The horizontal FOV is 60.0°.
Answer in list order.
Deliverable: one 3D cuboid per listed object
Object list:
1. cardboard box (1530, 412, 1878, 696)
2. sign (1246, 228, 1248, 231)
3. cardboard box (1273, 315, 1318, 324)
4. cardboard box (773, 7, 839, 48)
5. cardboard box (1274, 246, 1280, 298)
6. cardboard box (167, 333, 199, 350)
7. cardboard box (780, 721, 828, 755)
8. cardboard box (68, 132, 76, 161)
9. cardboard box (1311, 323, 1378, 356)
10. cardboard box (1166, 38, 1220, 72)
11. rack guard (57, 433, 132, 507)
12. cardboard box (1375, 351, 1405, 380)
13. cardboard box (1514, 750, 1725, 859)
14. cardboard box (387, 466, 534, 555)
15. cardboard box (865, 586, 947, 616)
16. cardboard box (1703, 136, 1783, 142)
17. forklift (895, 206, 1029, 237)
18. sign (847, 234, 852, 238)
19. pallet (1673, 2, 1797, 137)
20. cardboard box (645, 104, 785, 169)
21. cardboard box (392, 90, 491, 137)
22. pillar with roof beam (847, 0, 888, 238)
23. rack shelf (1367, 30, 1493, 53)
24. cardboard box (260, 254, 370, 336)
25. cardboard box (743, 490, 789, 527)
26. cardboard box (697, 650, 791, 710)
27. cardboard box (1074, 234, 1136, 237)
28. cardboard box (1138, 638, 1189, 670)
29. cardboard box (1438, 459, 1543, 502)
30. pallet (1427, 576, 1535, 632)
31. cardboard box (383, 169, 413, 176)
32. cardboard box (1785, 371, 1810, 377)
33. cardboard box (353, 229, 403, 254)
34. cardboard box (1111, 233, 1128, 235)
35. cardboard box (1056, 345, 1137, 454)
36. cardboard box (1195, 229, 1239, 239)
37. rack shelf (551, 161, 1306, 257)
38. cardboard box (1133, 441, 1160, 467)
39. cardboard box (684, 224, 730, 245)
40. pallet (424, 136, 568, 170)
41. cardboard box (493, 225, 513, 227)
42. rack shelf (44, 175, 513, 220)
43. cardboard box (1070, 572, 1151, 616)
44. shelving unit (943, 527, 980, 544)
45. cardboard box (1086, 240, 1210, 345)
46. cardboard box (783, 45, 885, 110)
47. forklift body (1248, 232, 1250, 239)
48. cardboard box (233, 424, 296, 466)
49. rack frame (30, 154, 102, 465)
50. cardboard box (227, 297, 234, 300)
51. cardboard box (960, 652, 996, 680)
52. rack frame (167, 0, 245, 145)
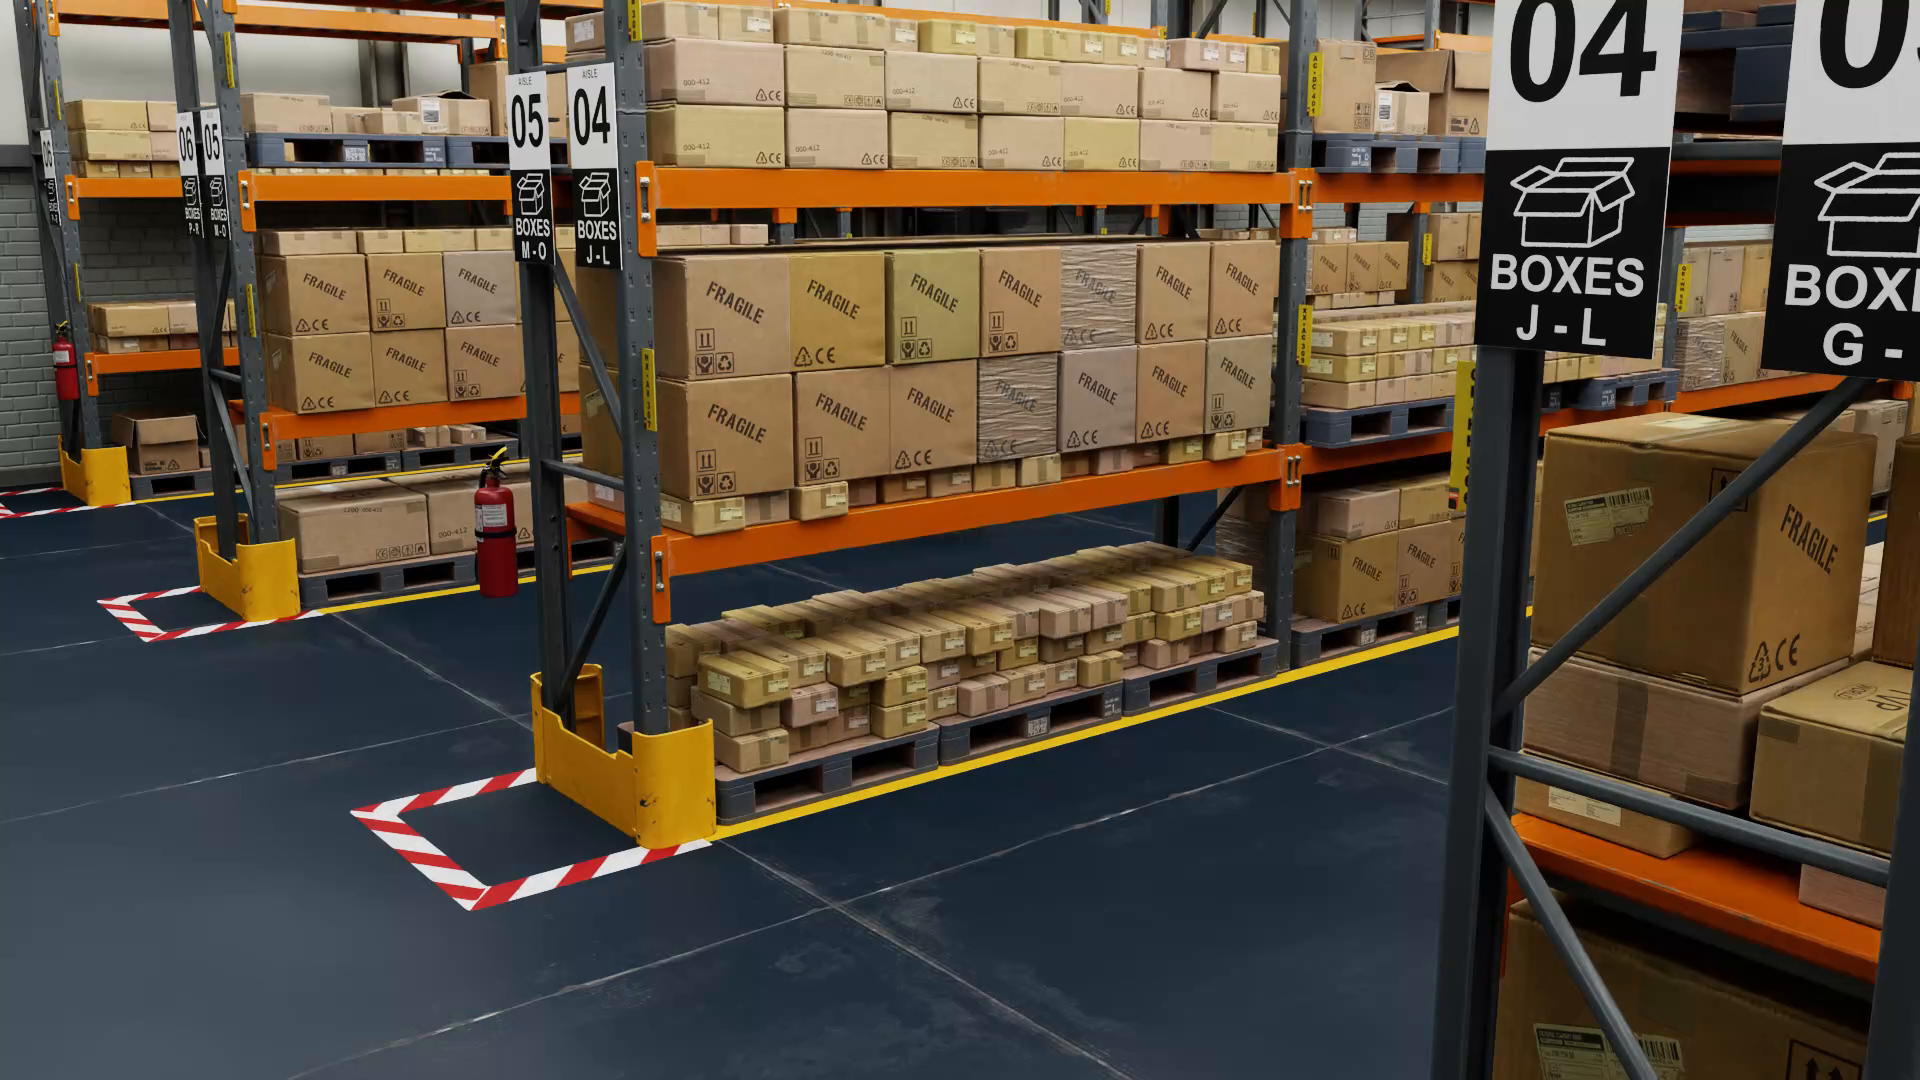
[{"bbox_3d":[1.651,0.007,3.714,0.500,0.500,0.500,-9,15,-37],"label":"cardboard box"},{"bbox_3d":[4.292,-4.489,24.774,0.005,0.325,0.100,-9,15,-38],"label":"sign"},{"bbox_3d":[1.939,-1.277,10.083,0.250,0.149,0.380,-10,16,-39],"label":"cardboard box"},{"bbox_3d":[-0.722,-2.158,7.046,0.250,0.149,0.380,-9,15,-38],"label":"cardboard box"},{"bbox_3d":[2.800,-2.653,16.433,0.500,0.500,0.500,-9,15,-37],"label":"cardboard box"},{"bbox_3d":[-7.079,-1.816,15.062,0.250,0.149,0.380,-10,15,-38],"label":"cardboard box"},{"bbox_3d":[-0.823,0.860,7.709,0.250,0.149,0.380,-10,15,-38],"label":"cardboard box"},{"bbox_3d":[-7.683,-3.501,14.820,0.500,0.250,0.500,-10,15,-39],"label":"cardboard box"},{"bbox_3d":[2.133,-1.135,9.413,0.250,0.149,0.380,-8,15,-35],"label":"cardboard box"},{"bbox_3d":[1.101,-2.459,8.463,0.250,0.149,0.380,-9,15,-38],"label":"cardboard box"},{"bbox_3d":[-7.801,-0.647,14.973,0.348,0.500,1.175,-9,15,-38],"label":"rack guard"},{"bbox_3d":[2.335,-1.023,9.604,0.250,0.149,0.380,-10,15,-39],"label":"cardboard box"},{"bbox_3d":[1.507,0.575,3.804,0.250,0.149,0.380,-9,15,-37],"label":"cardboard box"},{"bbox_3d":[-3.594,-0.230,12.146,0.875,0.438,0.875,-9,15,-36],"label":"cardboard box"},{"bbox_3d":[-0.283,0.362,8.624,0.250,0.149,0.380,-10,16,-40],"label":"cardboard box"},{"bbox_3d":[5.756,-3.075,12.278,0.500,0.250,0.500,-9,15,-36],"label":"cardboard box"},{"bbox_3d":[0.037,-2.331,17.051,1.130,2.935,3.031,6,13,25],"label":"forklift"},{"bbox_3d":[-1.267,-3.339,19.035,0.005,0.325,0.100,-9,15,-38],"label":"sign"},{"bbox_3d":[2.007,-0.970,3.467,1.213,0.211,1.003,-9,15,-38],"label":"pallet"},{"bbox_3d":[-1.075,-1.676,6.942,0.500,0.250,0.500,-9,15,-36],"label":"cardboard box"},{"bbox_3d":[-3.556,-2.920,11.398,0.500,0.311,0.500,-9,15,-37],"label":"cardboard box"},{"bbox_3d":[1.531,-5.450,17.129,0.400,9.000,9.100,-9,15,-38],"label":"pillar with roof beam"},{"bbox_3d":[6.176,-5.453,18.885,4.000,0.370,1.077,-9,15,-38],"label":"rack shelf"},{"bbox_3d":[-4.203,-1.610,10.839,0.500,0.500,0.500,-10,15,-39],"label":"cardboard box"},{"bbox_3d":[-0.954,-0.171,7.320,0.250,0.149,0.380,-9,15,-36],"label":"cardboard box"},{"bbox_3d":[-0.964,0.619,7.410,0.250,0.149,0.380,-10,16,-40],"label":"cardboard box"},{"bbox_3d":[1.250,-2.522,15.137,0.500,0.500,0.500,-10,16,-39],"label":"cardboard box"},{"bbox_3d":[1.024,0.575,9.050,0.250,0.149,0.380,-10,16,-40],"label":"cardboard box"},{"bbox_3d":[3.497,-0.391,10.952,0.500,0.250,0.500,-9,15,-36],"label":"cardboard box"},{"bbox_3d":[3.099,0.319,11.119,1.213,0.211,1.003,-9,15,-38],"label":"pallet"},{"bbox_3d":[-5.436,-3.533,15.929,0.250,0.149,0.380,-10,15,-38],"label":"cardboard box"},{"bbox_3d":[6.361,-1.563,13.029,0.500,0.500,0.500,-10,15,-38],"label":"cardboard box"},{"bbox_3d":[-3.871,-1.973,10.988,0.250,0.149,0.380,-9,15,-36],"label":"cardboard box"},{"bbox_3d":[2.147,-4.124,22.812,0.250,0.149,0.380,-10,15,-39],"label":"cardboard box"},{"bbox_3d":[0.542,-0.739,8.431,0.500,0.500,0.500,-10,15,-38],"label":"cardboard box"},{"bbox_3d":[2.592,-3.069,16.830,0.250,0.149,0.380,-10,16,-40],"label":"cardboard box"},{"bbox_3d":[-0.023,-1.641,8.144,4.000,0.370,1.077,-9,15,-38],"label":"rack shelf"},{"bbox_3d":[0.839,-0.488,8.812,0.250,0.149,0.380,-10,16,-39],"label":"cardboard box"},{"bbox_3d":[-1.948,-2.322,12.631,0.250,0.149,0.380,-9,15,-36],"label":"cardboard box"},{"bbox_3d":[-3.230,-2.737,11.787,1.213,0.211,1.003,-9,15,-38],"label":"pallet"},{"bbox_3d":[-3.242,-2.236,12.230,0.250,0.149,0.380,-9,15,-37],"label":"cardboard box"},{"bbox_3d":[-6.298,-3.235,15.652,4.000,0.370,1.077,-9,15,-38],"label":"rack shelf"},{"bbox_3d":[0.807,0.296,8.935,0.250,0.149,0.380,-9,15,-36],"label":"cardboard box"},{"bbox_3d":[0.011,-0.589,13.013,0.189,1.200,0.258,-9,15,-38],"label":"shelving unit"},{"bbox_3d":[0.940,-1.295,8.644,0.500,0.500,0.500,-10,16,-39],"label":"cardboard box"},{"bbox_3d":[-0.673,-1.987,7.200,0.500,0.250,0.500,-10,15,-38],"label":"cardboard box"},{"bbox_3d":[4.293,-2.979,21.980,1.214,2.155,2.313,-9,15,-38],"label":"forklift body"},{"bbox_3d":[-6.631,-1.011,15.677,0.500,0.500,0.700,-9,15,-35],"label":"cardboard box"},{"bbox_3d":[-7.860,-1.860,14.667,0.127,3.000,1.000,-9,15,-38],"label":"rack frame"},{"bbox_3d":[-6.874,-2.165,15.749,0.500,0.250,0.500,-9,15,-36],"label":"cardboard box"},{"bbox_3d":[-0.029,0.572,8.352,0.250,0.149,0.380,-8,15,-35],"label":"cardboard box"},{"bbox_3d":[-4.756,-3.990,10.255,0.127,3.000,1.000,-9,15,-38],"label":"rack frame"}]
